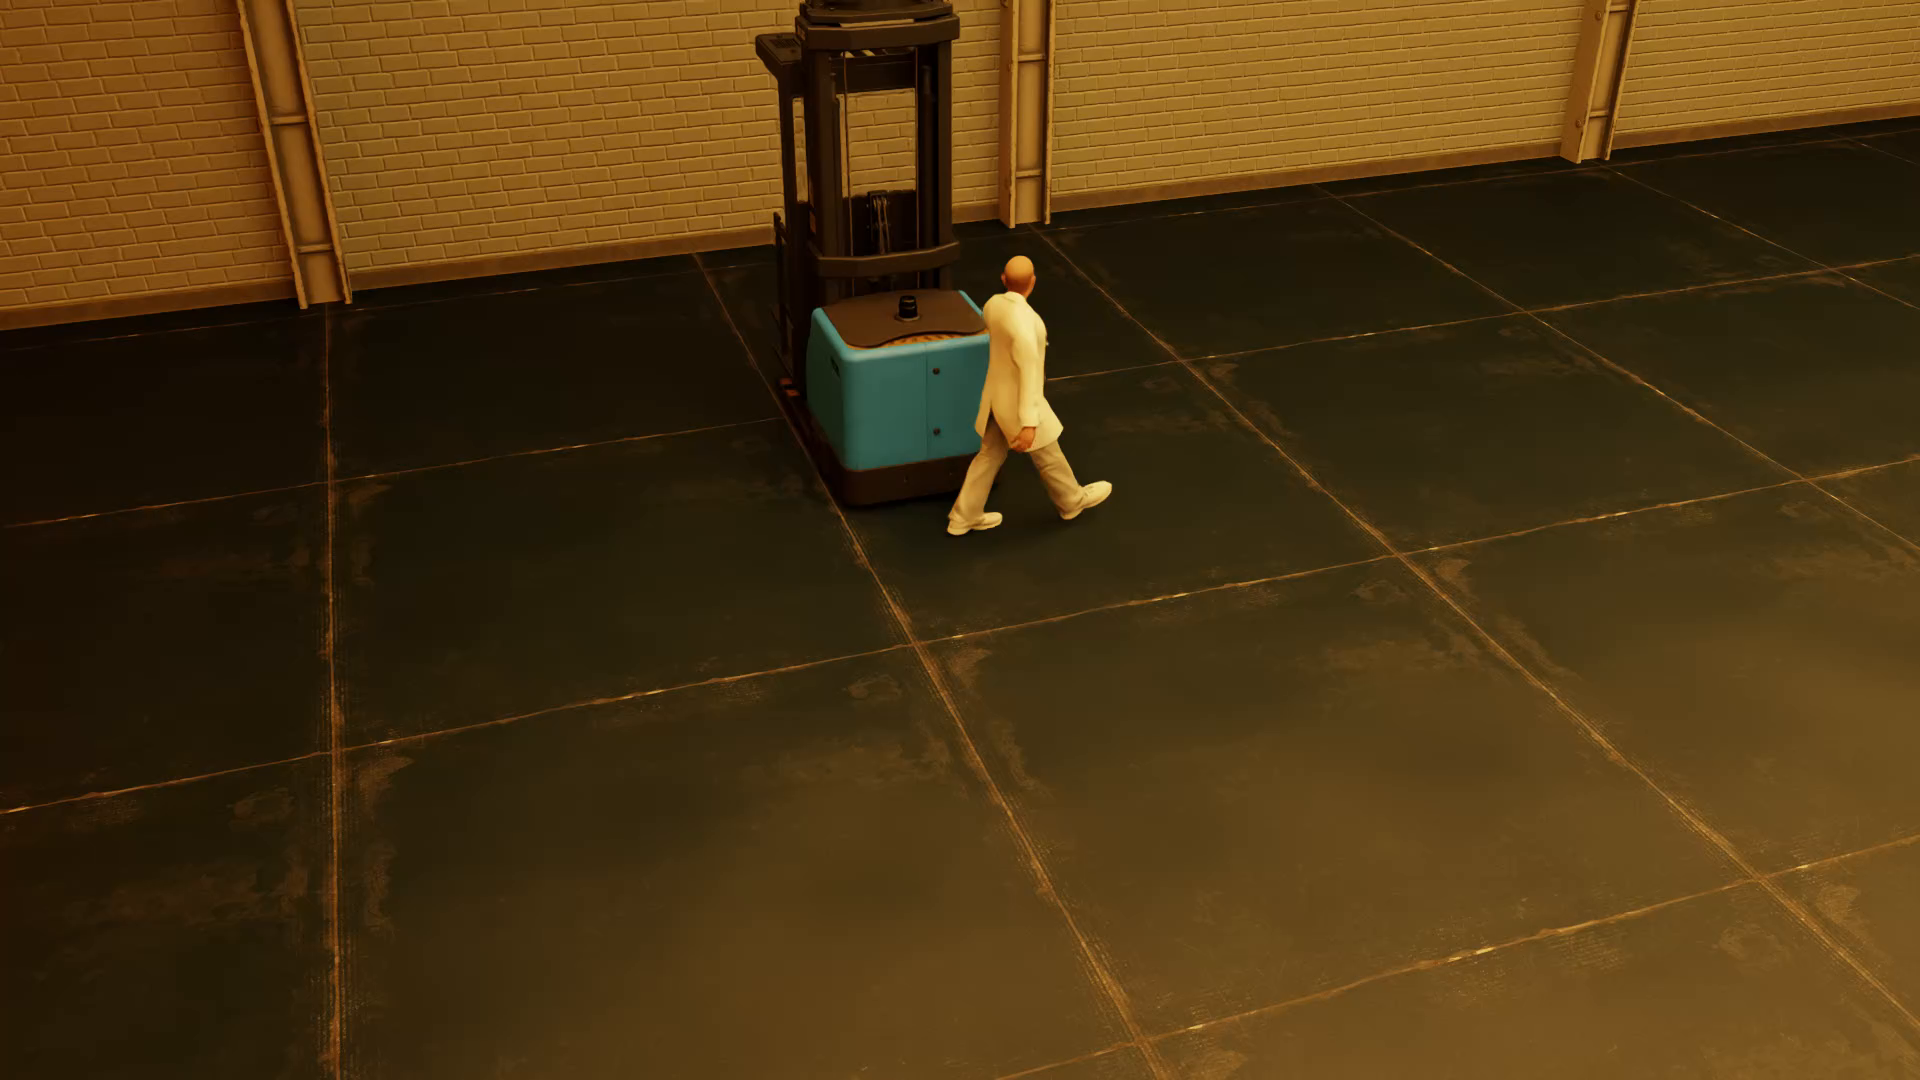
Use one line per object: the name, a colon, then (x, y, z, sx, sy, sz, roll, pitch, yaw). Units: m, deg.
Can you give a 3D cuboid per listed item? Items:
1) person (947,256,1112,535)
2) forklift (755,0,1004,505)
person: (0.427, -0.832, 9.747, 1.002, 1.727, 0.744, -14, 33, -23)
forklift: (-0.664, -2.207, 10.922, 1.130, 2.935, 3.031, -9, 31, -16)
